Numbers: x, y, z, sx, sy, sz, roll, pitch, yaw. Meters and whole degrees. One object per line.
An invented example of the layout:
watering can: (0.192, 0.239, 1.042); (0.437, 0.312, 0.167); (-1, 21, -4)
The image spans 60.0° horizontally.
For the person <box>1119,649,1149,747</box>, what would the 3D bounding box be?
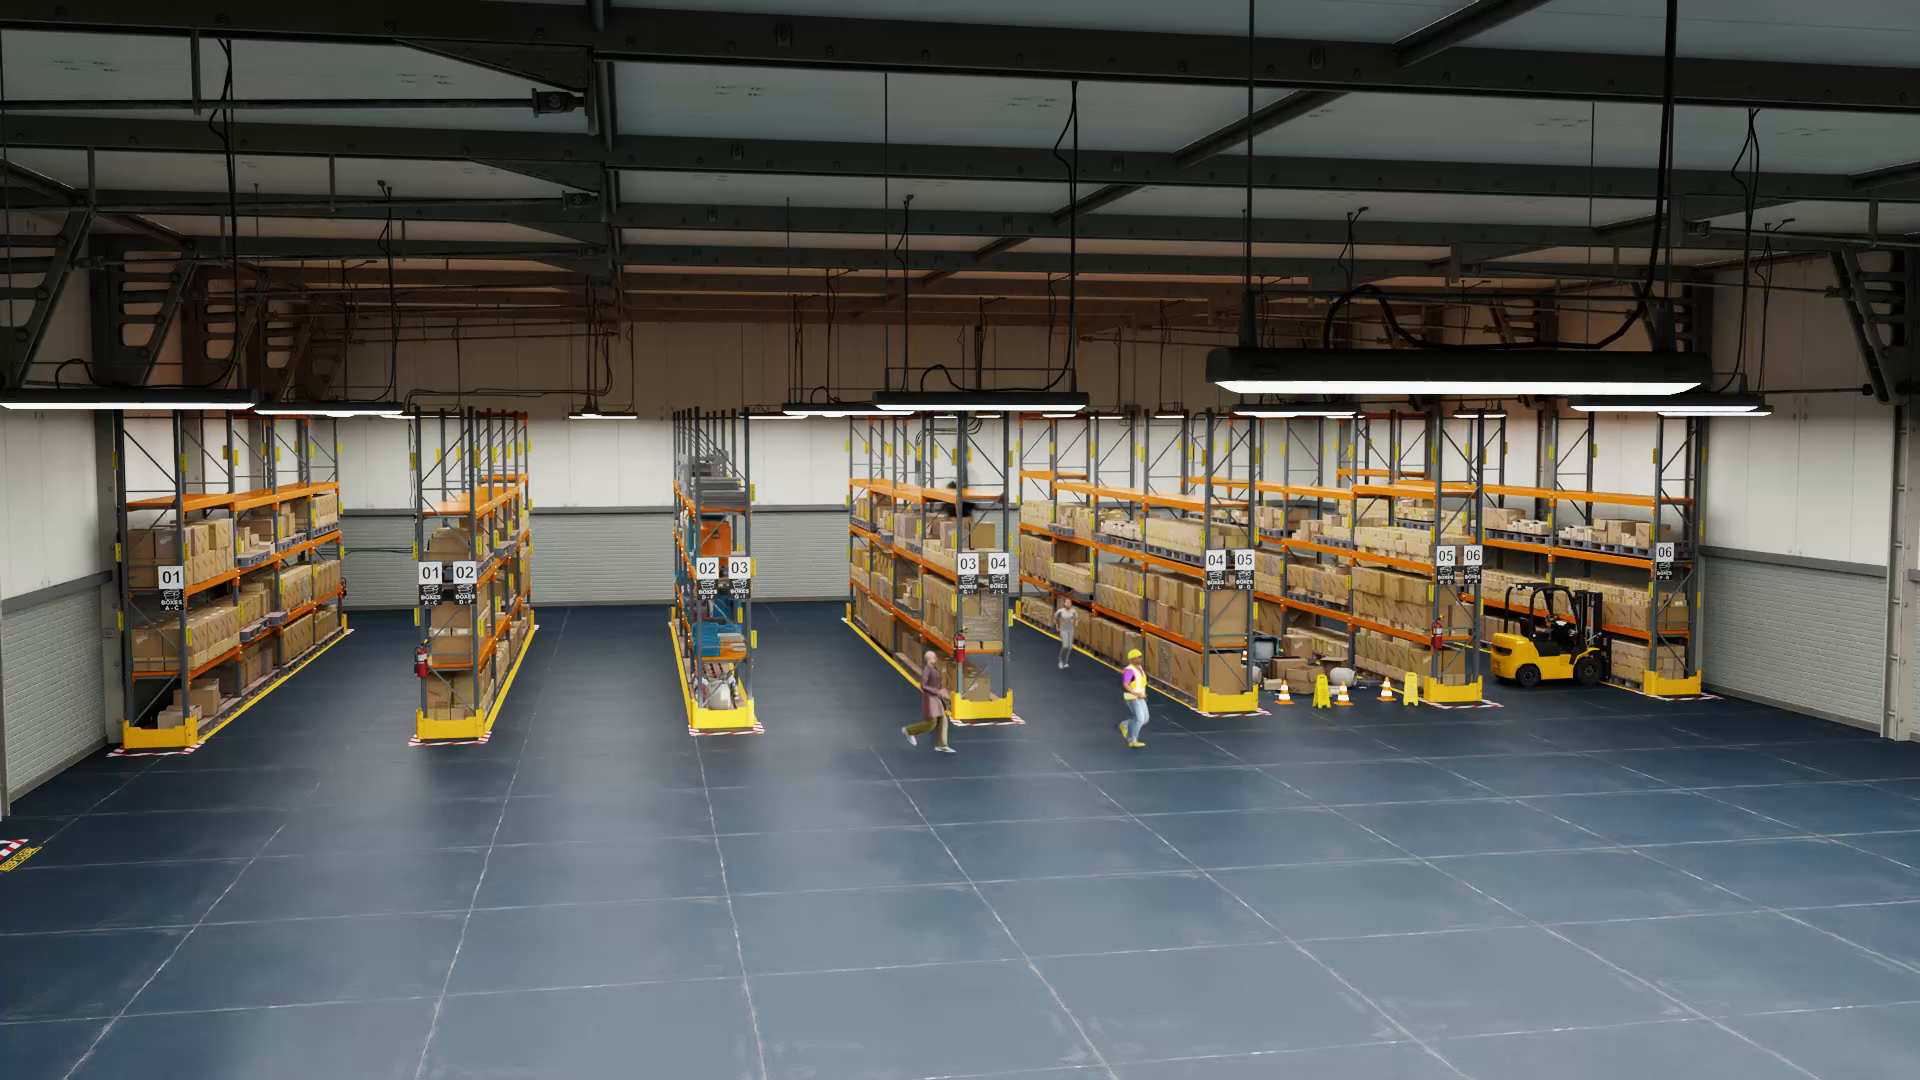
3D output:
person: (3.060, 2.781, 29.289); (0.614, 1.720, 0.753); (2, 5, 27)

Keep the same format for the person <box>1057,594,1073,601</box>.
person: (3.137, 1.306, 50.399); (0.924, 1.684, 0.552); (-3, 5, -32)

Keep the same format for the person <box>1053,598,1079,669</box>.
person: (2.478, 2.145, 38.367); (0.569, 1.647, 0.642); (-1, 4, -14)

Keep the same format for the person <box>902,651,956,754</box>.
person: (-0.528, 2.806, 28.796); (0.943, 1.776, 0.710); (1, 4, 15)
